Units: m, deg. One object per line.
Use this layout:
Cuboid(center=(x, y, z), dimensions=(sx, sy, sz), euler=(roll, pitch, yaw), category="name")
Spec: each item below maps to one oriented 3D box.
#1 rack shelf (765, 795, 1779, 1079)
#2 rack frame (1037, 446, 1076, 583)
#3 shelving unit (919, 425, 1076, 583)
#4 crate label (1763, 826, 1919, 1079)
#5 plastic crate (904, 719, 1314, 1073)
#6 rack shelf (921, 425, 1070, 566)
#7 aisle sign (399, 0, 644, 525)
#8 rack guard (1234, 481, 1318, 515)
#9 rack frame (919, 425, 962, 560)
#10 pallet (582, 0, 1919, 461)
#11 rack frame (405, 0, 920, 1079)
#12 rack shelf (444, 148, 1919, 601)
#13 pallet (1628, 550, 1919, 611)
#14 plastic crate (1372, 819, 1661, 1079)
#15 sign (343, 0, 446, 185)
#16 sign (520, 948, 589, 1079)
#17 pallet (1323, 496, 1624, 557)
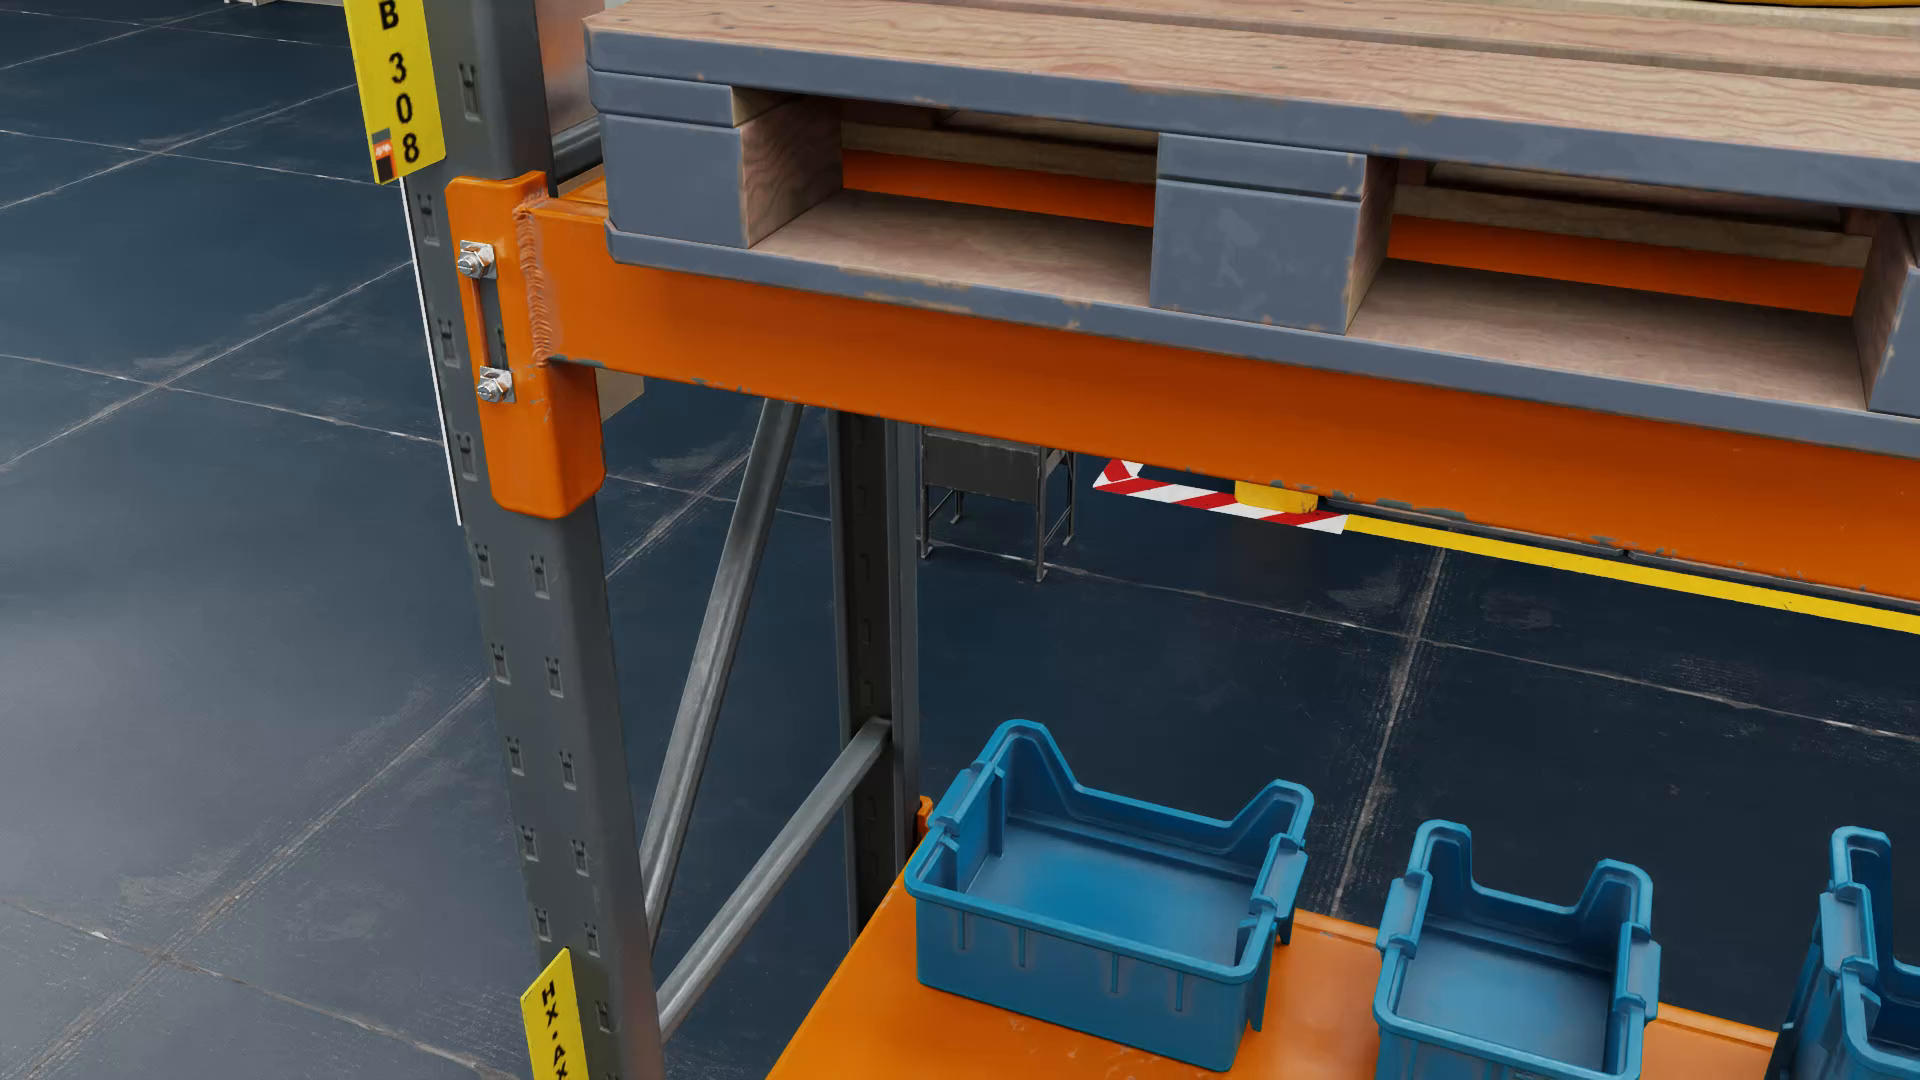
Cuboid(center=(1.535, 1.245, 2.229), dimensions=(4.000, 0.370, 1.077), euler=(11, 31, 19), category="rack shelf")
Cuboid(center=(0.379, -0.838, 6.099), dimensions=(0.015, 2.100, 0.400), euler=(11, 31, 19), category="rack frame")
Cuboid(center=(0.153, -0.883, 6.179), dimensions=(0.503, 2.100, 0.431), euler=(11, 31, 19), category="shelving unit")
Cuboid(center=(1.489, 0.764, 2.314), dimensions=(0.616, 0.435, 0.502), euler=(11, 31, 19), category="crate label")
Cuboid(center=(0.259, 0.583, 2.821), dimensions=(0.616, 0.251, 0.499), euler=(11, 31, 19), category="plastic crate")
Cuboid(center=(0.153, -0.262, 6.530), dimensions=(0.480, 0.518, 0.431), euler=(11, 31, 19), category="rack shelf")
Cuboid(center=(-0.495, -0.449, 1.854), dimensions=(0.004, 0.787, 0.394), euler=(11, 31, 19), category="aisle sign")
Cuboid(center=(1.526, -0.612, 7.324), dimensions=(0.348, 0.500, 1.175), euler=(11, 31, 19), category="rack guard")
Cuboid(center=(-0.073, -0.929, 6.259), dimensions=(0.015, 2.100, 0.400), euler=(11, 31, 19), category="rack frame")
Cuboid(center=(0.412, -0.464, 1.666), dimensions=(1.213, 0.211, 1.003), euler=(11, 31, 19), category="pallet")
Cuboid(center=(-0.319, 0.564, 2.704), dimensions=(0.053, 2.616, 0.949), euler=(11, 31, 19), category="rack frame")
Cuboid(center=(1.535, -0.060, 1.491), dimensions=(4.000, 0.370, 1.077), euler=(11, 31, 19), category="rack shelf")
Cuboid(center=(3.399, -0.133, 6.770), dimensions=(1.213, 0.211, 1.003), euler=(11, 31, 19), category="pallet")
Cuboid(center=(0.858, 0.706, 2.604), dimensions=(0.408, 0.251, 0.499), euler=(11, 31, 19), category="plastic crate")
Cuboid(center=(-0.529, -0.497, 1.524), dimensions=(0.005, 0.325, 0.100), euler=(11, 31, 19), category="sign")
Cuboid(center=(-0.529, 0.692, 2.196), dimensions=(0.005, 0.325, 0.100), euler=(11, 31, 19), category="sign")
Cuboid(center=(2.272, -0.359, 7.171), dimensions=(1.213, 0.211, 1.003), euler=(11, 31, 19), category="pallet")
